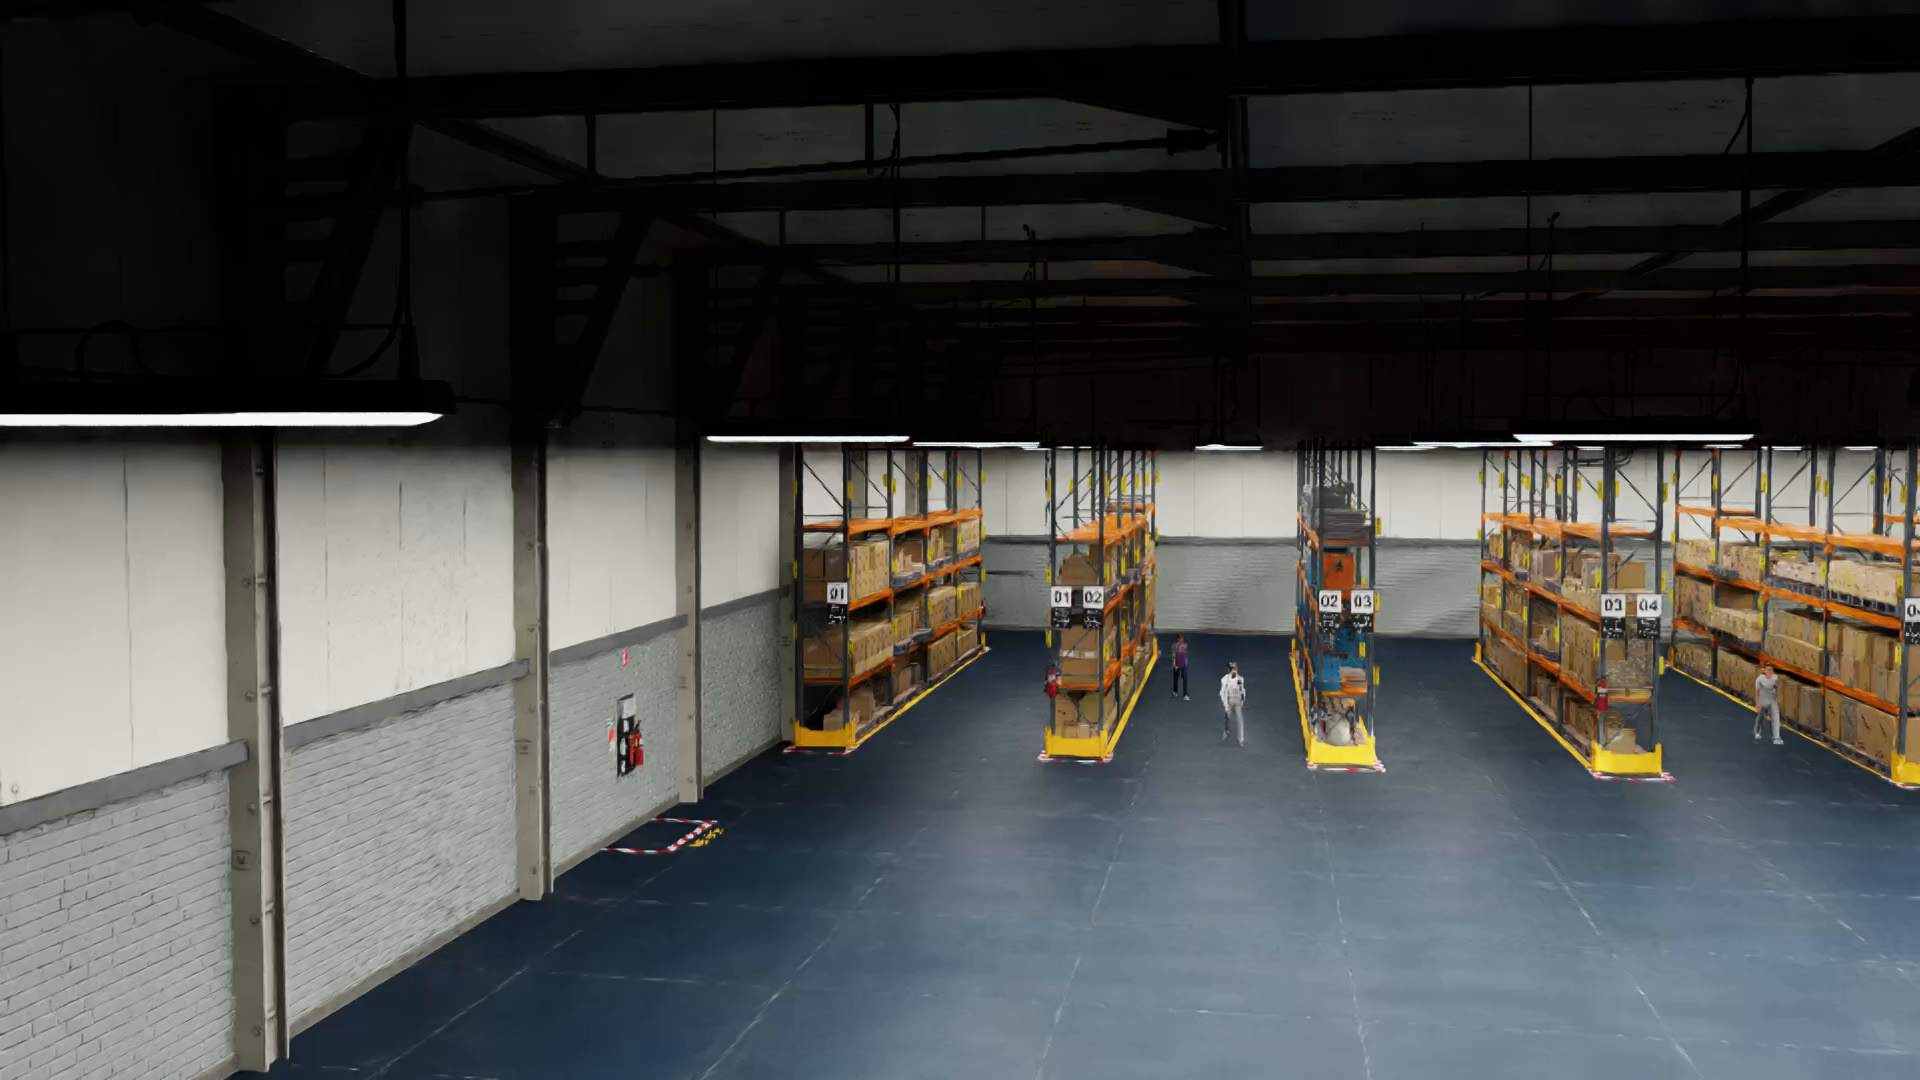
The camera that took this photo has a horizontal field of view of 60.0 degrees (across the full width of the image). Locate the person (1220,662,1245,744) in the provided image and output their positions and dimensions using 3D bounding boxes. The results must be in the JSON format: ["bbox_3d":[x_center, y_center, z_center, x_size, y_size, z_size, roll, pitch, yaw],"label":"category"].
[{"bbox_3d":[5.348,3.173,32.631,0.511,1.598,1.058,0,3,1],"label":"person"}]

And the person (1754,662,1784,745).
[{"bbox_3d":[15.866,3.179,32.700,0.446,1.590,1.110,1,3,12],"label":"person"}]

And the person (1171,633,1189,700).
[{"bbox_3d":[5.088,2.903,38.525,0.412,1.533,0.955,0,3,2],"label":"person"}]
